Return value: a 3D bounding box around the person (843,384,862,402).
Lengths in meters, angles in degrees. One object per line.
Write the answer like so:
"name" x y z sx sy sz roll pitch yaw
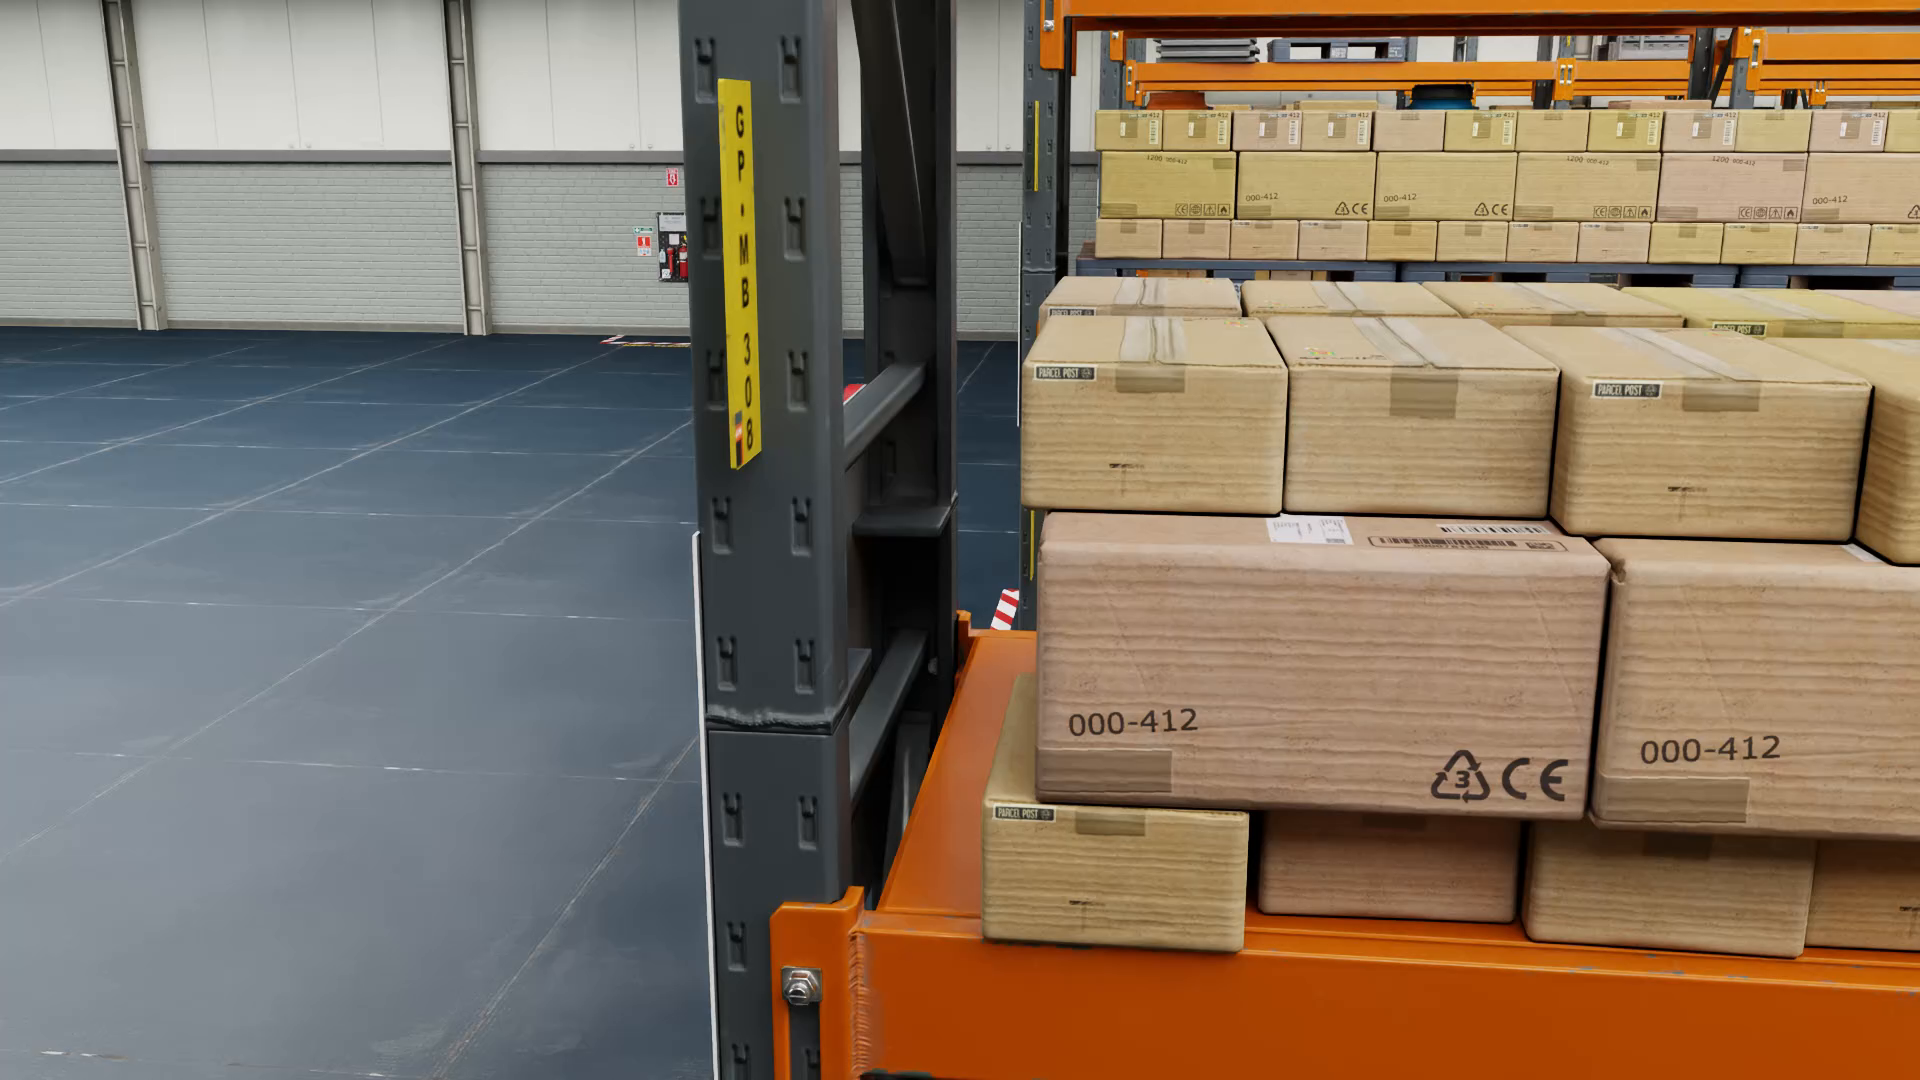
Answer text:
"person" -0.749 -0.190 11.800 0.474 1.852 0.634 6 15 24
